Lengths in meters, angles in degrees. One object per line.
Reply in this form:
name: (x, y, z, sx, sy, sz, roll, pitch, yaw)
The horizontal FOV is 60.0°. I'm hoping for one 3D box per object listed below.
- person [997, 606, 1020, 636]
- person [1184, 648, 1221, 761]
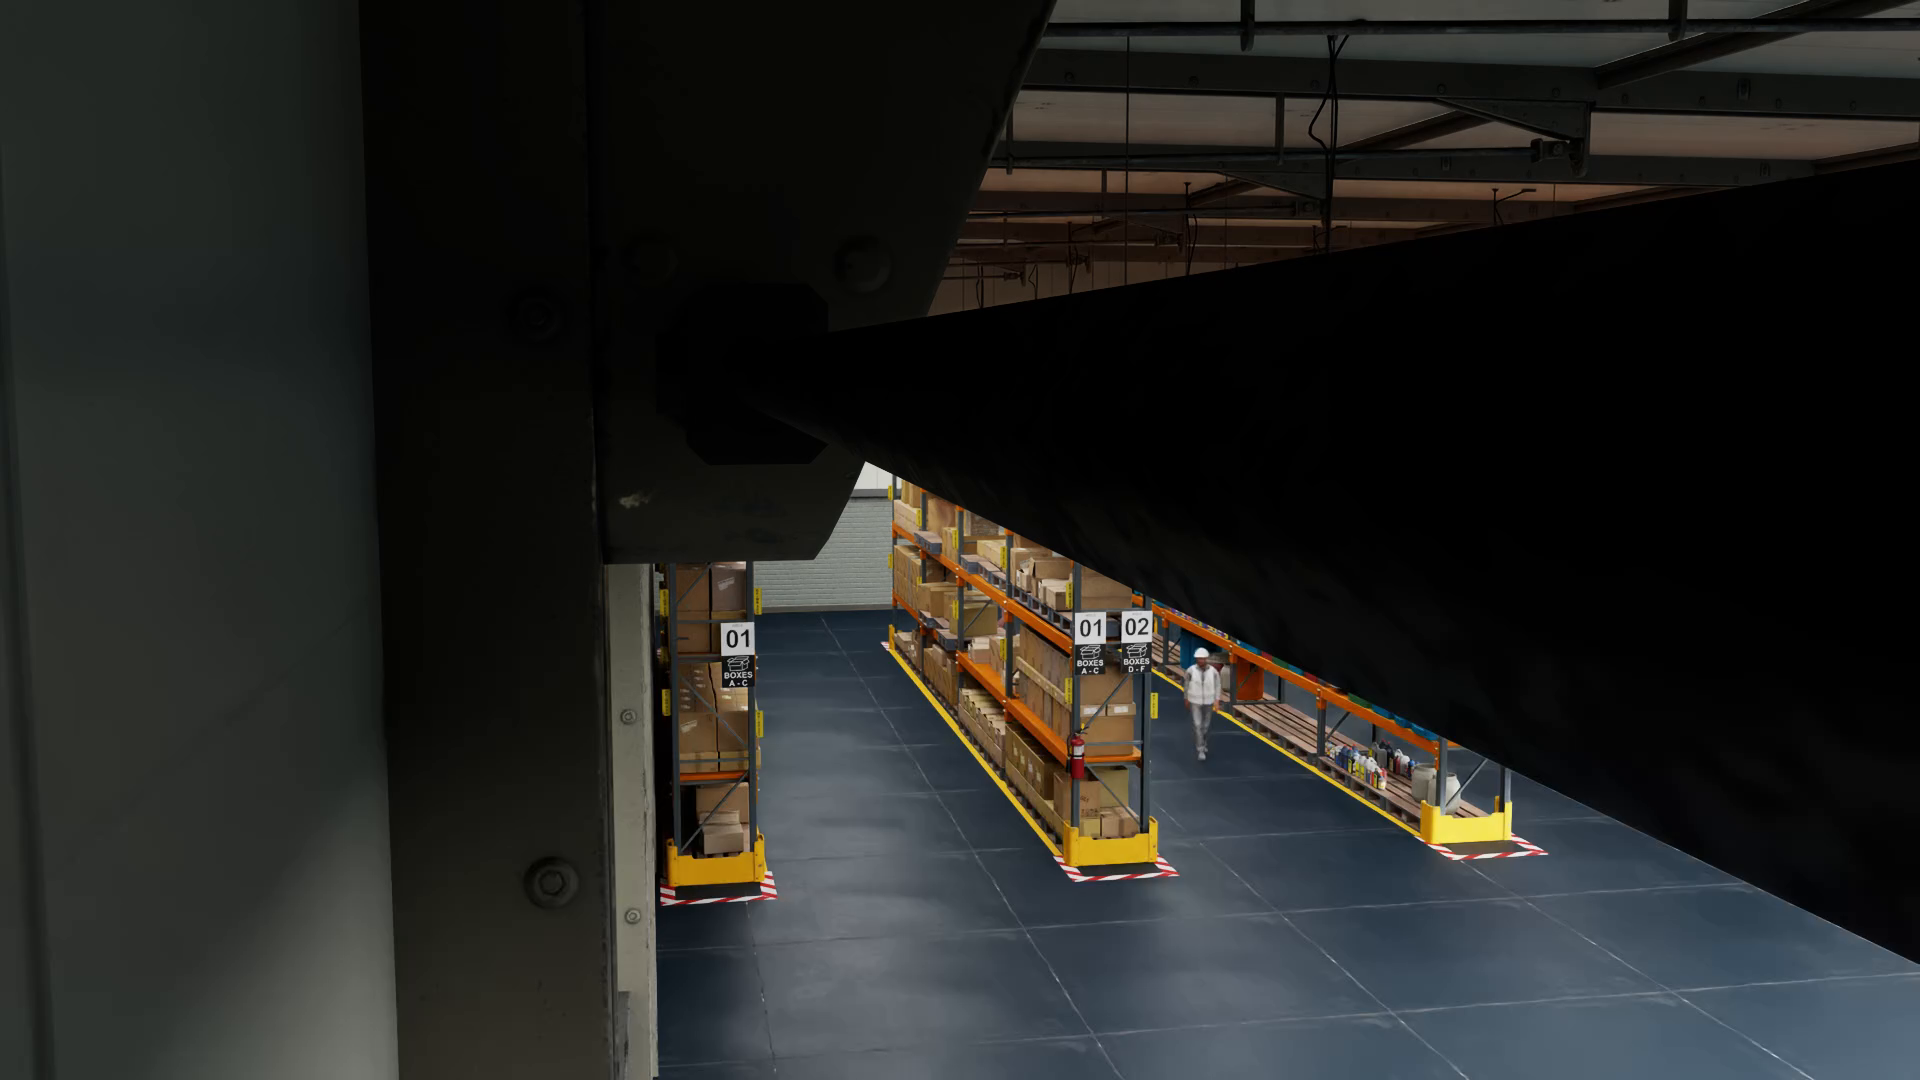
person: (1.030, 1.431, 37.600, 0.717, 1.662, 0.515, -1, 6, -6)
person: (3.878, 2.585, 26.471, 0.561, 1.737, 0.928, 0, 6, -1)
